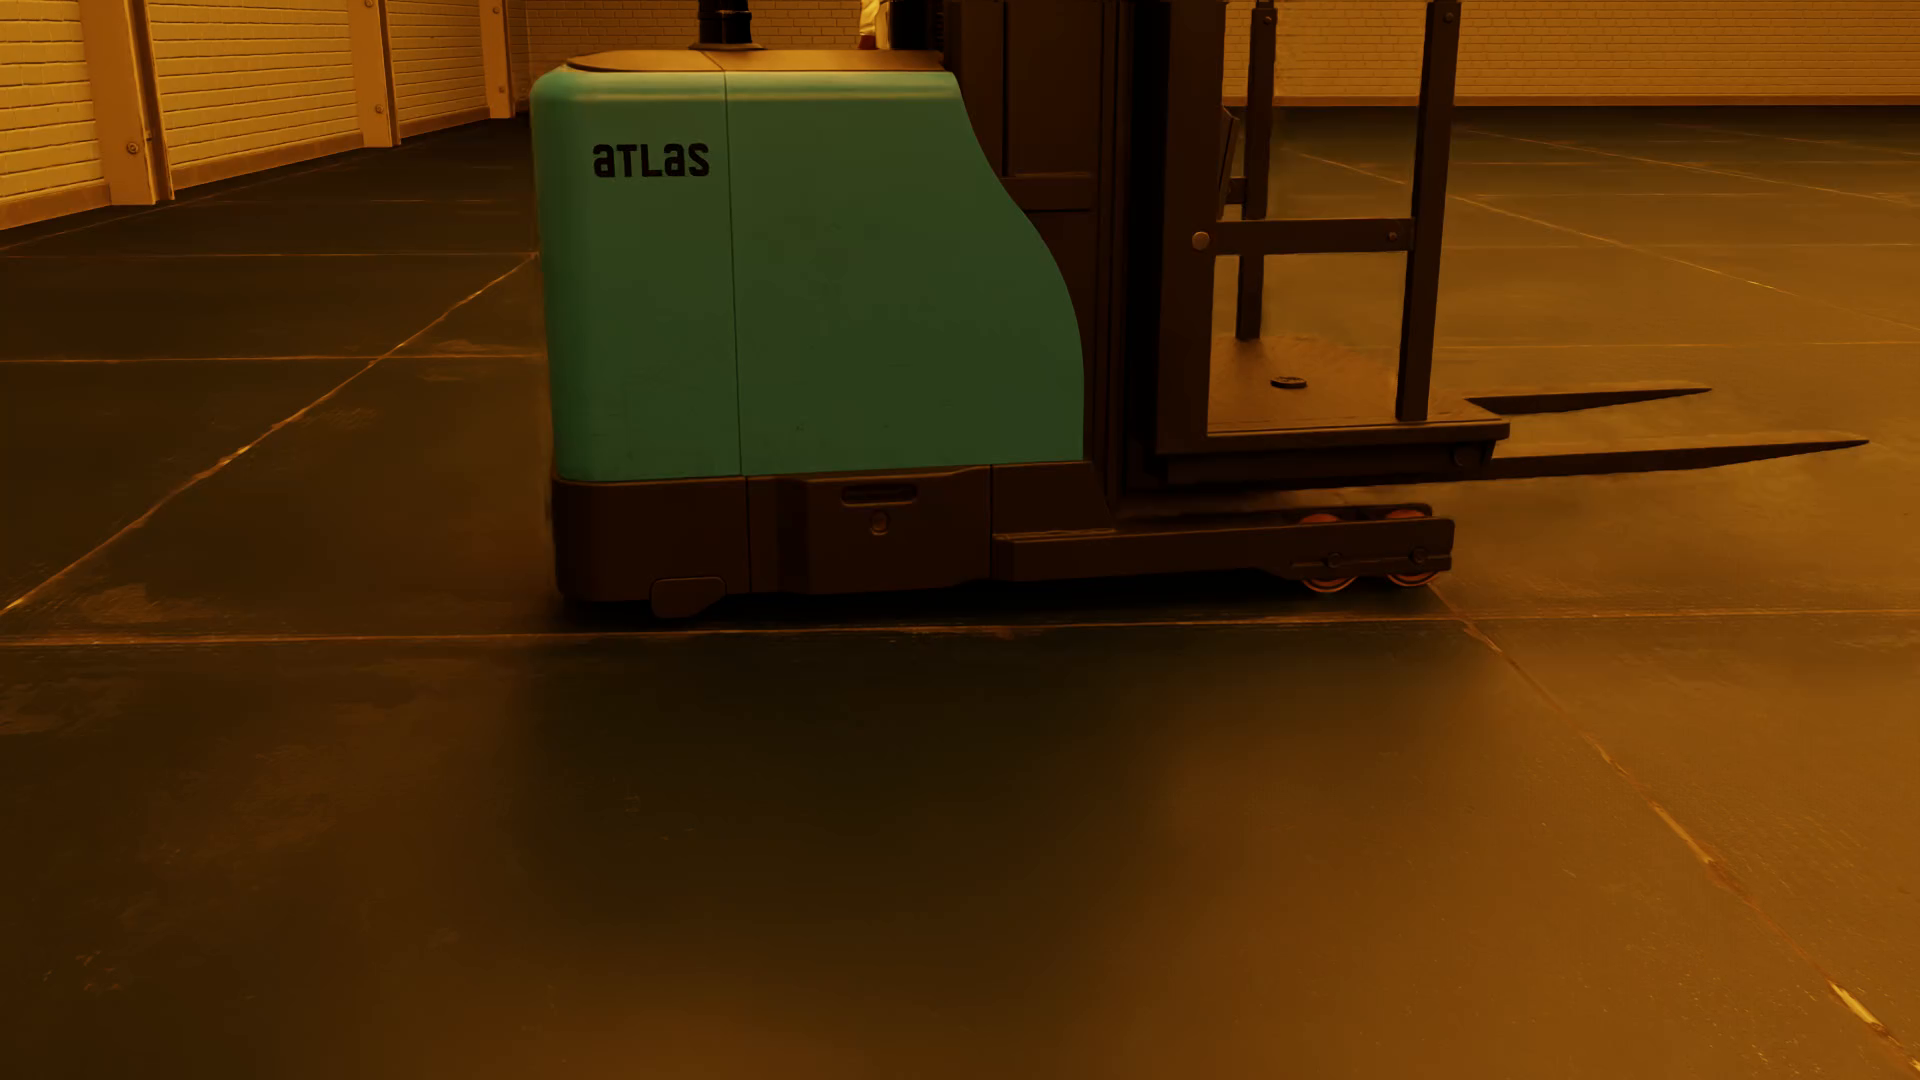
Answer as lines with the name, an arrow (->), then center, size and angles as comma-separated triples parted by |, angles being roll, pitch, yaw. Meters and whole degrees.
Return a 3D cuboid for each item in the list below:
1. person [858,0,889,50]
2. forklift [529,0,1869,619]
person -> -0.171, -1.726, 6.738 | 0.496, 1.661, 0.390 | -1, 17, -3
forklift -> 0.600, -1.438, 3.608 | 3.031, 2.935, 1.130 | -3, 17, -10
